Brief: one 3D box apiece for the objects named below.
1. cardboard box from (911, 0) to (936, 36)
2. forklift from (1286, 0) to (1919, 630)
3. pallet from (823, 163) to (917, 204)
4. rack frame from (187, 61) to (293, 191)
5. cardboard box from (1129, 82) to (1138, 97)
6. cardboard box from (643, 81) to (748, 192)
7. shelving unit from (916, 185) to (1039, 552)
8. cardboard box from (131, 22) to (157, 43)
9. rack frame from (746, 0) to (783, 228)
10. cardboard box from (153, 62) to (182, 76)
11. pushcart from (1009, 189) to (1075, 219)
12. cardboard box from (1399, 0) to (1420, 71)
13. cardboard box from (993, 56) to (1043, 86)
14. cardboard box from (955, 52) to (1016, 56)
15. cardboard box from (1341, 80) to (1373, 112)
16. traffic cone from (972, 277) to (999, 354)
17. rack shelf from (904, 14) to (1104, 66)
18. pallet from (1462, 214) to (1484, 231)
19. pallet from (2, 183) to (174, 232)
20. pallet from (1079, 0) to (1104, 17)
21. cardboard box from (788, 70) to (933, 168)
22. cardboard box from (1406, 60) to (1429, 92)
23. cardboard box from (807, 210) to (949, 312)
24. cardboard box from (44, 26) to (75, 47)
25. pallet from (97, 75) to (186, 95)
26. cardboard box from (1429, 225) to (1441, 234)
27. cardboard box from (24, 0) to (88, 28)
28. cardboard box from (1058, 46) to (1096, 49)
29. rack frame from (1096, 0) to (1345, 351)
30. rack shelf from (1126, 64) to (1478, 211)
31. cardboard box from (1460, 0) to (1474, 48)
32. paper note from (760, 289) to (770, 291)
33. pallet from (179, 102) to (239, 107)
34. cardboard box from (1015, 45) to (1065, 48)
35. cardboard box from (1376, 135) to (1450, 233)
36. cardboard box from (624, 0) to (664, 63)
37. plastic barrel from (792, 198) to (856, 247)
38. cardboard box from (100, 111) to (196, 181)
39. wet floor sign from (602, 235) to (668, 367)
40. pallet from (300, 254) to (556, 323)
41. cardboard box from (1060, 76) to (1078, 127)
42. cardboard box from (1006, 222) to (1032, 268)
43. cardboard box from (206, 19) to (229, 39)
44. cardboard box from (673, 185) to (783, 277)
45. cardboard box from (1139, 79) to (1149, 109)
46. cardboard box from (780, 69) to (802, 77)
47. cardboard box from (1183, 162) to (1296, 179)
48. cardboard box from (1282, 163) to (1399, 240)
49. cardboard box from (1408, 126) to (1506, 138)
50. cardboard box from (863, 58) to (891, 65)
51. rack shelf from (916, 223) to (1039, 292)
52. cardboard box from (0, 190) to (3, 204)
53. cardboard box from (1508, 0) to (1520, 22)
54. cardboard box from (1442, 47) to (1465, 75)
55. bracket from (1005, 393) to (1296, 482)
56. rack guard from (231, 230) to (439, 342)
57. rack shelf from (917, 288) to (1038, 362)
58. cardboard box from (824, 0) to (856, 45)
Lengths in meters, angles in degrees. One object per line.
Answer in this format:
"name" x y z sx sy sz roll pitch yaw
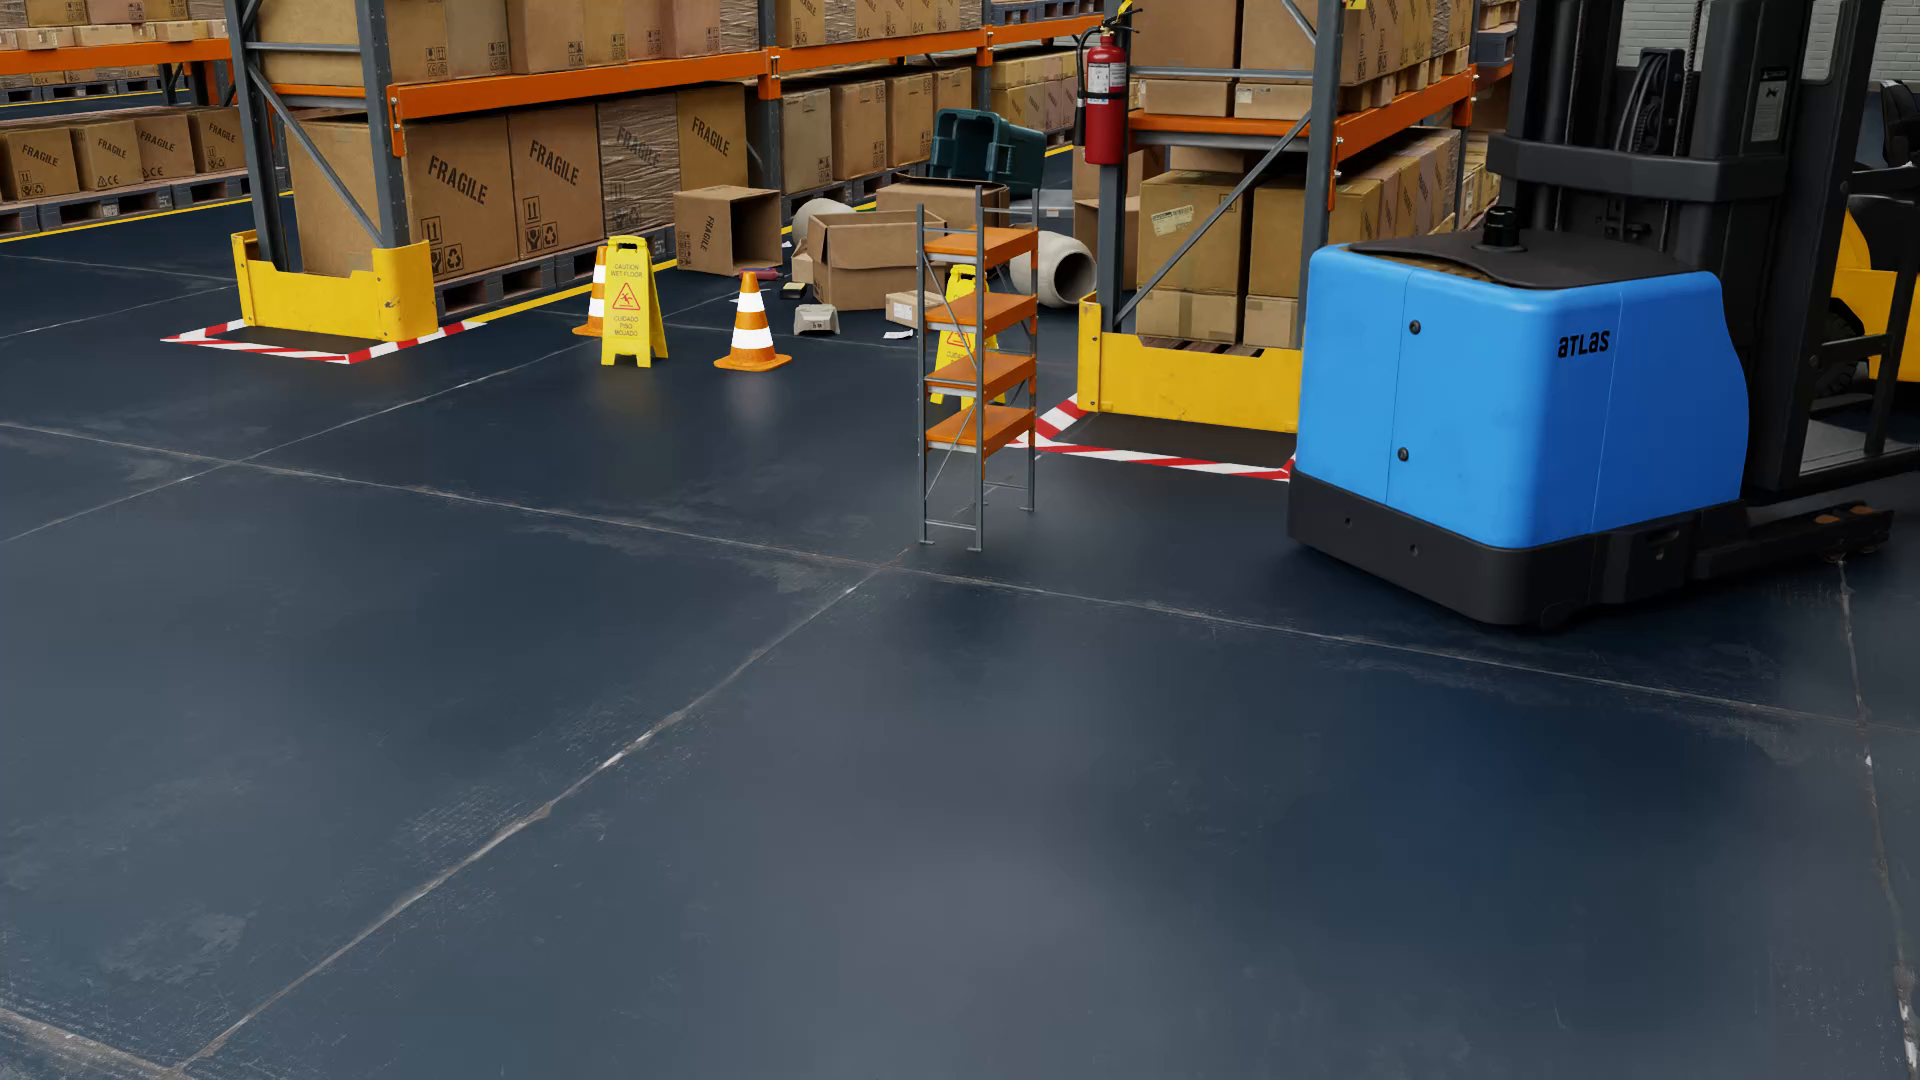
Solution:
"cardboard box" -0.539 -4.627 14.354 0.500 0.500 0.500 8 21 22
"forklift" 2.680 -1.444 5.654 3.031 2.935 1.130 -11 22 -28
"pallet" -1.082 -3.144 14.493 1.003 0.211 1.213 9 21 23
"rack frame" -6.311 -4.548 14.282 1.000 3.000 0.127 9 21 23
"cardboard box" 1.889 -5.344 19.703 0.380 0.149 0.250 10 22 25
"cardboard box" -2.148 -2.851 12.053 0.875 0.875 0.875 9 21 24
"shelving unit" 0.068 -0.616 5.910 0.258 1.200 0.503 9 21 23
"cardboard box" -6.622 -4.031 13.201 0.380 0.149 0.250 9 21 23
"rack frame" -1.827 -3.837 12.281 1.000 3.000 0.127 9 21 23
"cardboard box" -12.012 -7.194 24.794 0.500 0.500 0.500 8 21 22
"pushcart" 0.630 -2.251 11.734 1.648 0.377 0.936 1 20 4
"cardboard box" 1.956 -2.574 8.138 0.500 0.500 0.500 8 21 22
"cardboard box" 0.522 -4.766 16.877 0.500 0.250 0.500 8 21 22
"cardboard box" 0.271 -4.987 17.500 0.500 0.250 0.500 9 22 24
"cardboard box" 1.693 -2.072 7.693 0.380 0.149 0.250 8 21 21
"traffic cone" 0.091 -1.079 8.312 0.336 0.463 0.334 9 21 23
"rack shelf" 0.630 -5.332 17.559 1.077 0.370 4.000 9 21 23
"pallet" 3.048 -2.113 11.595 1.003 0.211 1.213 9 21 23
"pallet" 2.383 -3.623 15.841 15.839 0.211 14.238 9 21 23
"pallet" -2.505 -6.036 16.510 5.816 1.713 7.625 9 21 23
"cardboard box" -0.875 -3.756 14.784 1.050 0.750 0.750 9 21 24
"cardboard box" 2.259 -2.461 8.788 0.380 0.149 0.250 9 21 23
"cardboard box" -0.498 -1.674 9.925 0.797 0.503 0.637 -5 20 -15
"cardboard box" -6.930 -3.801 12.556 0.380 0.149 0.250 9 21 23
"pallet" -12.370 -6.787 24.737 1.003 0.211 1.213 9 21 23
"cardboard box" 2.524 -1.709 9.775 0.500 0.250 0.500 8 21 21
"cardboard box" -7.144 -4.145 12.553 0.875 0.500 0.500 9 21 23
"cardboard box" 1.375 -5.393 18.643 0.500 0.250 0.500 8 21 21
"rack frame" 1.092 -1.966 7.020 1.000 3.000 0.127 9 21 23
"rack shelf" 1.911 -2.238 8.859 1.077 0.370 4.000 9 21 23
"cardboard box" 2.775 -3.206 9.913 0.500 0.500 0.500 8 21 21
"paper note" -1.233 -1.546 10.301 0.123 0.001 0.032 -14 24 -33
"pallet" -8.907 -5.384 20.792 1.003 0.211 1.213 9 21 23
"cardboard box" 0.905 -5.466 18.847 0.500 0.250 0.500 8 21 20
"cardboard box" 2.526 -2.071 9.673 0.500 0.500 0.500 9 21 24
"cardboard box" -2.500 -3.473 11.034 0.875 0.550 0.550 9 21 23
"plastic barrel" -0.892 -2.066 11.146 0.421 0.421 0.512 -9 22 -24
"cardboard box" -6.739 -3.276 13.806 0.500 0.500 0.500 17 26 40
"wet floor sign" -1.671 -1.224 8.448 0.267 0.644 0.232 5 20 13
"pallet" -3.209 -1.555 10.027 1.003 0.211 1.213 9 21 23
"cardboard box" 0.951 -4.729 17.893 0.500 0.500 0.500 8 21 22
"cardboard box" 0.439 -1.946 11.044 0.258 0.266 0.396 -5 20 -15
"cardboard box" -6.242 -4.249 13.814 0.380 0.149 0.250 9 21 23
"cardboard box" -1.527 -2.045 10.969 0.500 0.500 0.500 13 23 32
"cardboard box" 1.053 -2.084 7.726 0.380 0.149 0.250 8 21 22
"cardboard box" -2.692 -6.381 21.980 0.875 0.875 0.875 9 21 23
"cardboard box" 1.393 -1.662 8.524 0.500 0.500 0.500 9 22 25
"cardboard box" 1.894 -1.598 8.343 0.500 0.500 0.500 8 21 21
"cardboard box" 4.128 -3.200 13.784 0.950 0.372 0.625 7 21 19
"cardboard box" -1.586 -7.207 24.301 0.875 0.875 0.875 9 21 23
"rack shelf" 0.068 -0.986 5.778 0.258 0.148 0.480 9 21 23
"cardboard box" -7.464 -2.722 12.249 0.500 0.500 0.500 15 25 37
"cardboard box" 3.804 -3.788 11.893 0.380 0.149 0.250 9 22 25
"cardboard box" 2.781 -2.853 9.889 0.380 0.149 0.250 9 22 24
"bracket" 0.998 -0.475 7.304 1.378 0.001 1.079 9 21 23
"rack guard" -3.475 -1.429 9.241 1.175 0.500 0.348 9 21 23
"rack shelf" 0.068 -0.763 5.858 0.258 0.148 0.480 9 21 23
"cardboard box" -1.160 -4.162 13.047 0.500 0.500 0.500 9 21 23
